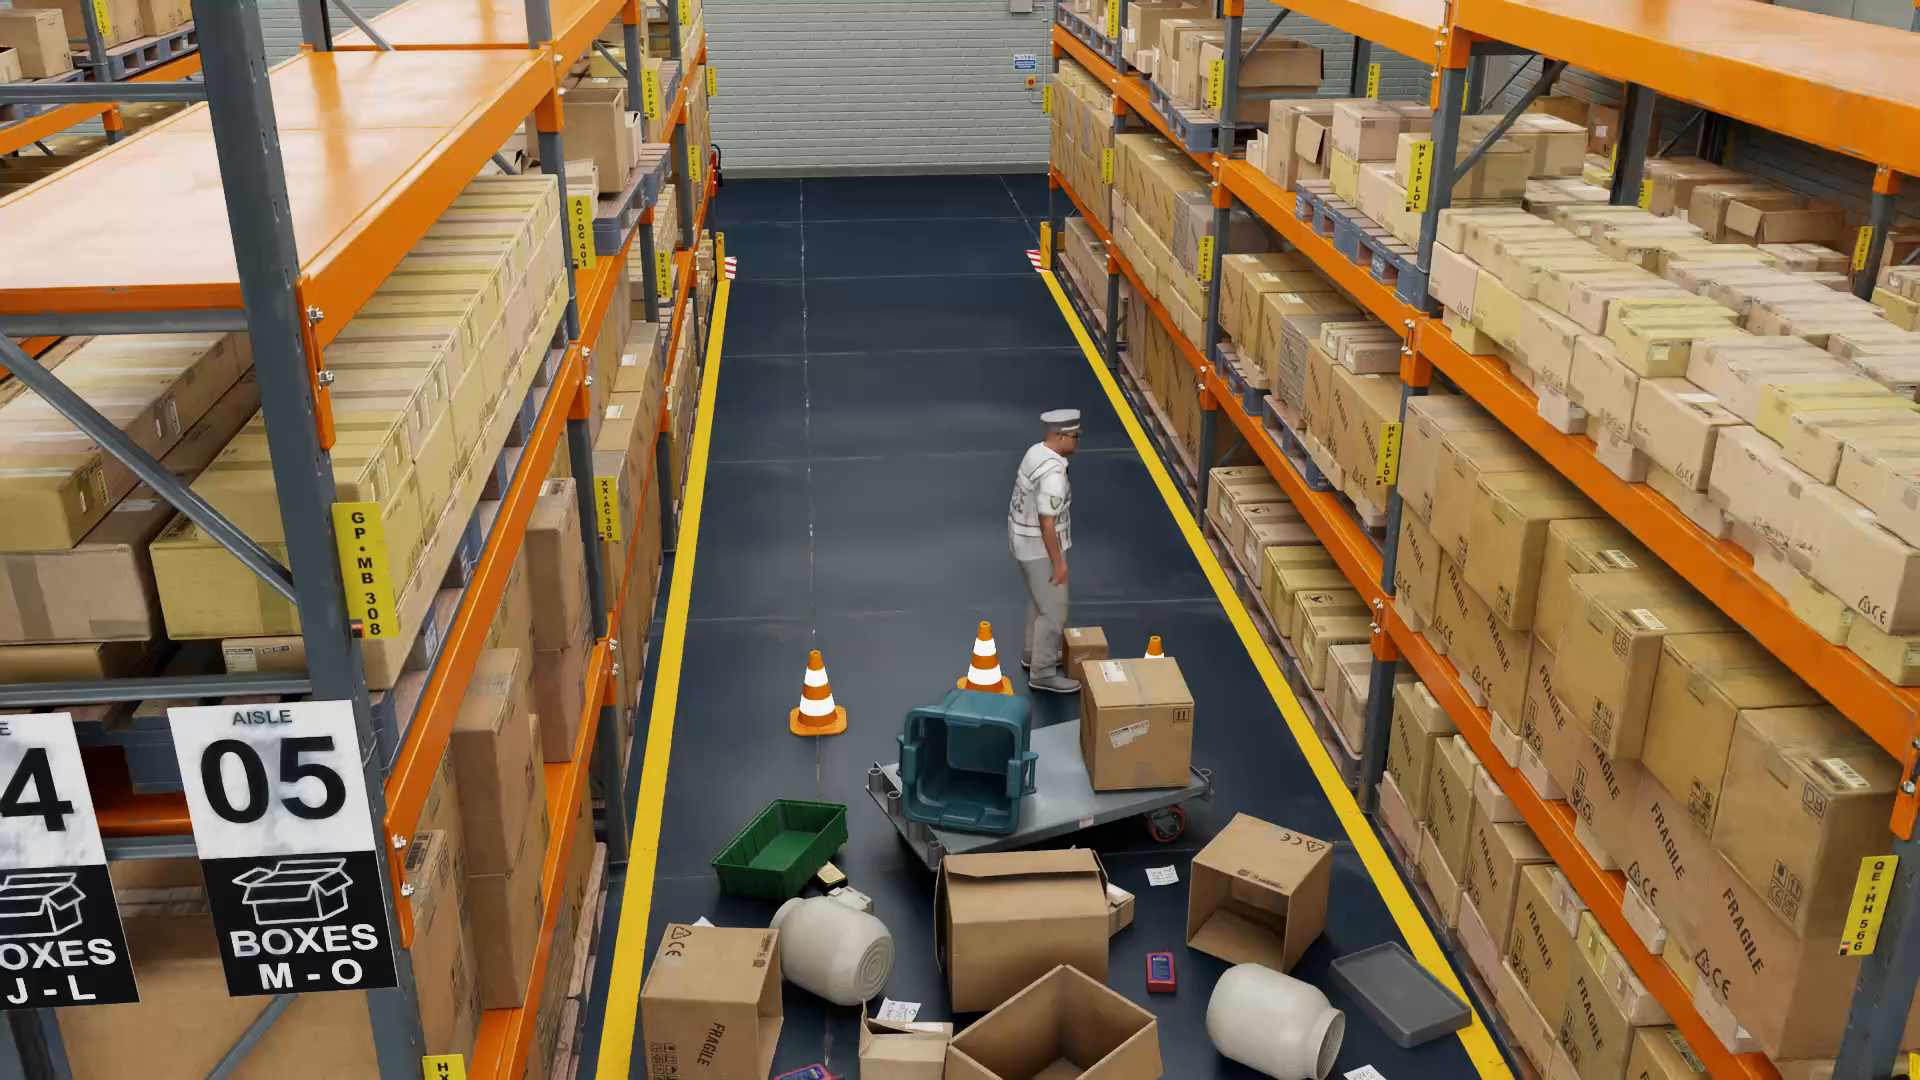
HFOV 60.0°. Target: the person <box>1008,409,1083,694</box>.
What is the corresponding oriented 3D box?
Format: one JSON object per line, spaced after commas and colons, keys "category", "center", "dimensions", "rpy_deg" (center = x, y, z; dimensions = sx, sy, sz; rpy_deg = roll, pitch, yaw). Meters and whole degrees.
{"category": "person", "center": [0.520, 0.046, 10.210], "dimensions": [0.435, 1.748, 0.590], "rpy_deg": [-3, 24, -6]}
